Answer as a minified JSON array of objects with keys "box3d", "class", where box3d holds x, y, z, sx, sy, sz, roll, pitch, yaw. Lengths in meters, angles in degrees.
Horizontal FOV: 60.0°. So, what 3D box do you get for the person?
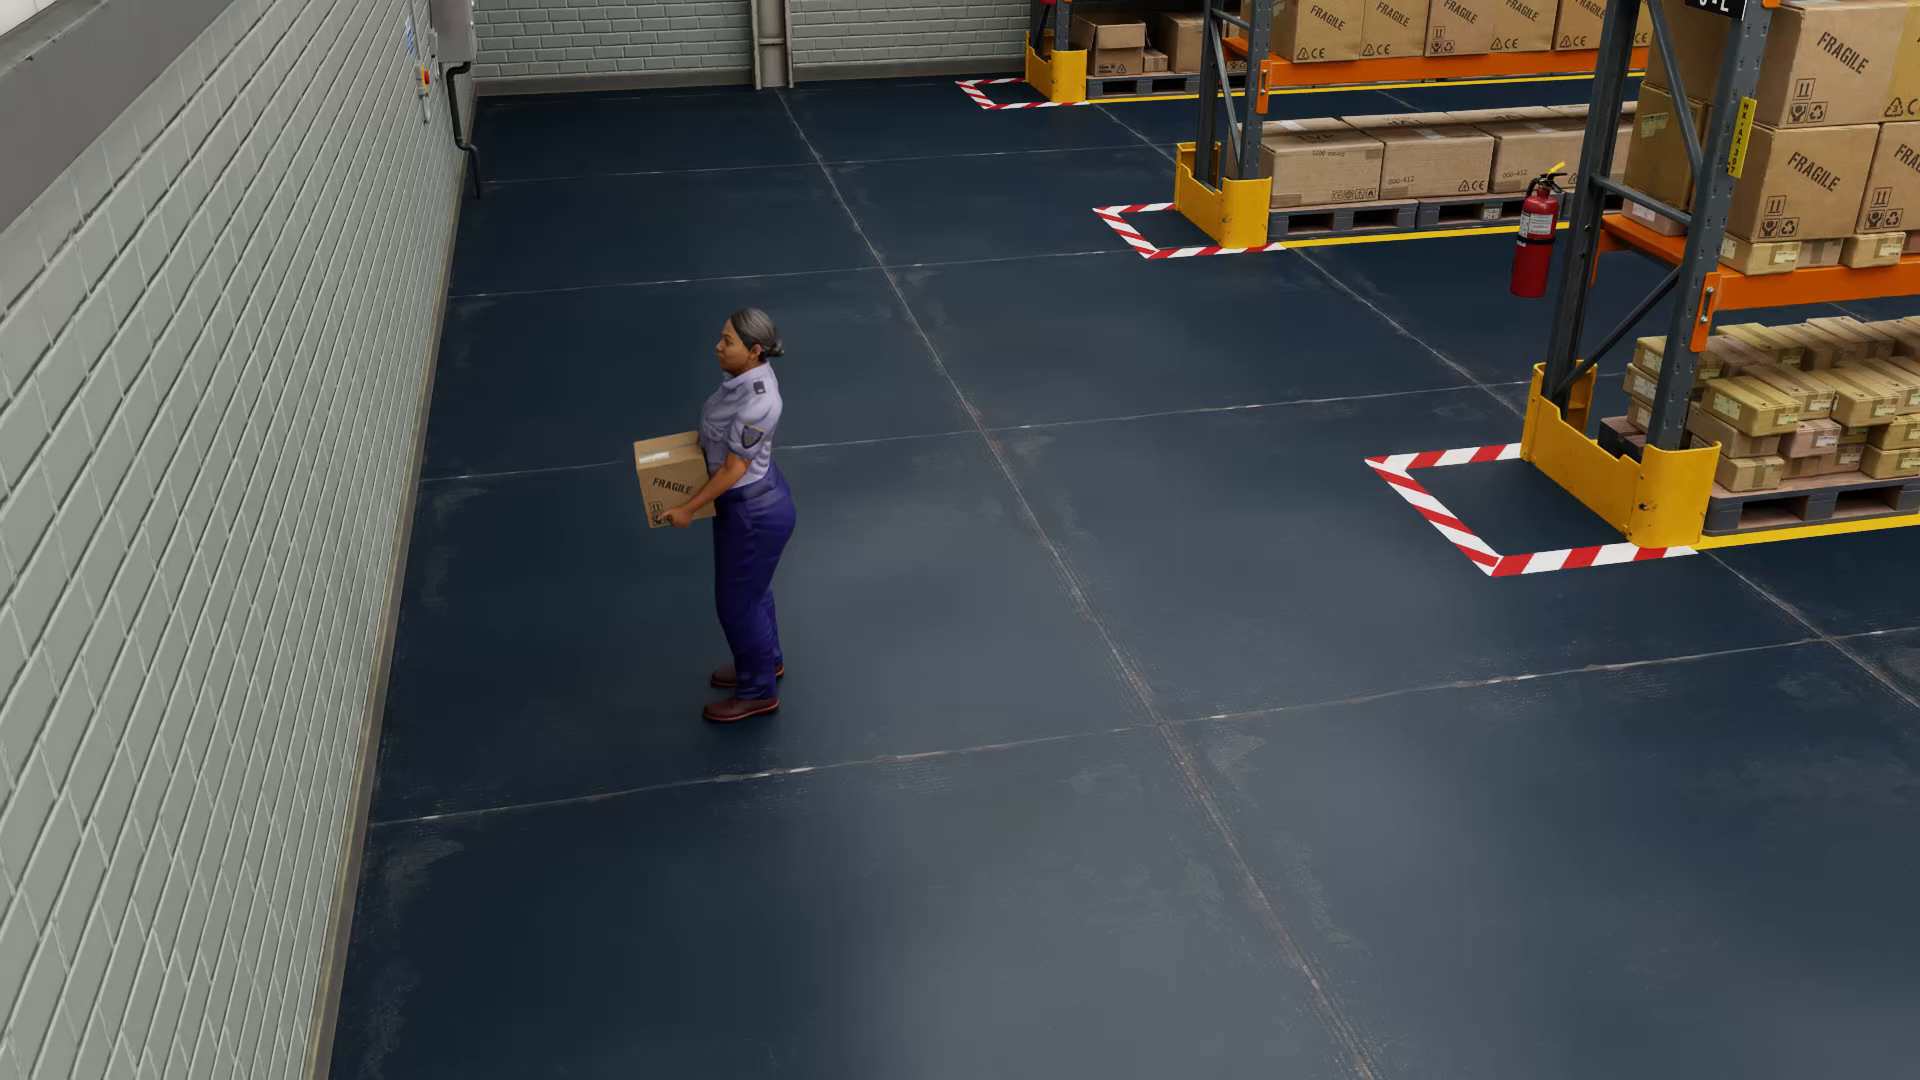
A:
[{"box3d":[-0.890,-0.092,6.326,0.521,1.641,0.451,-6,27,-11],"class":"person"}]
